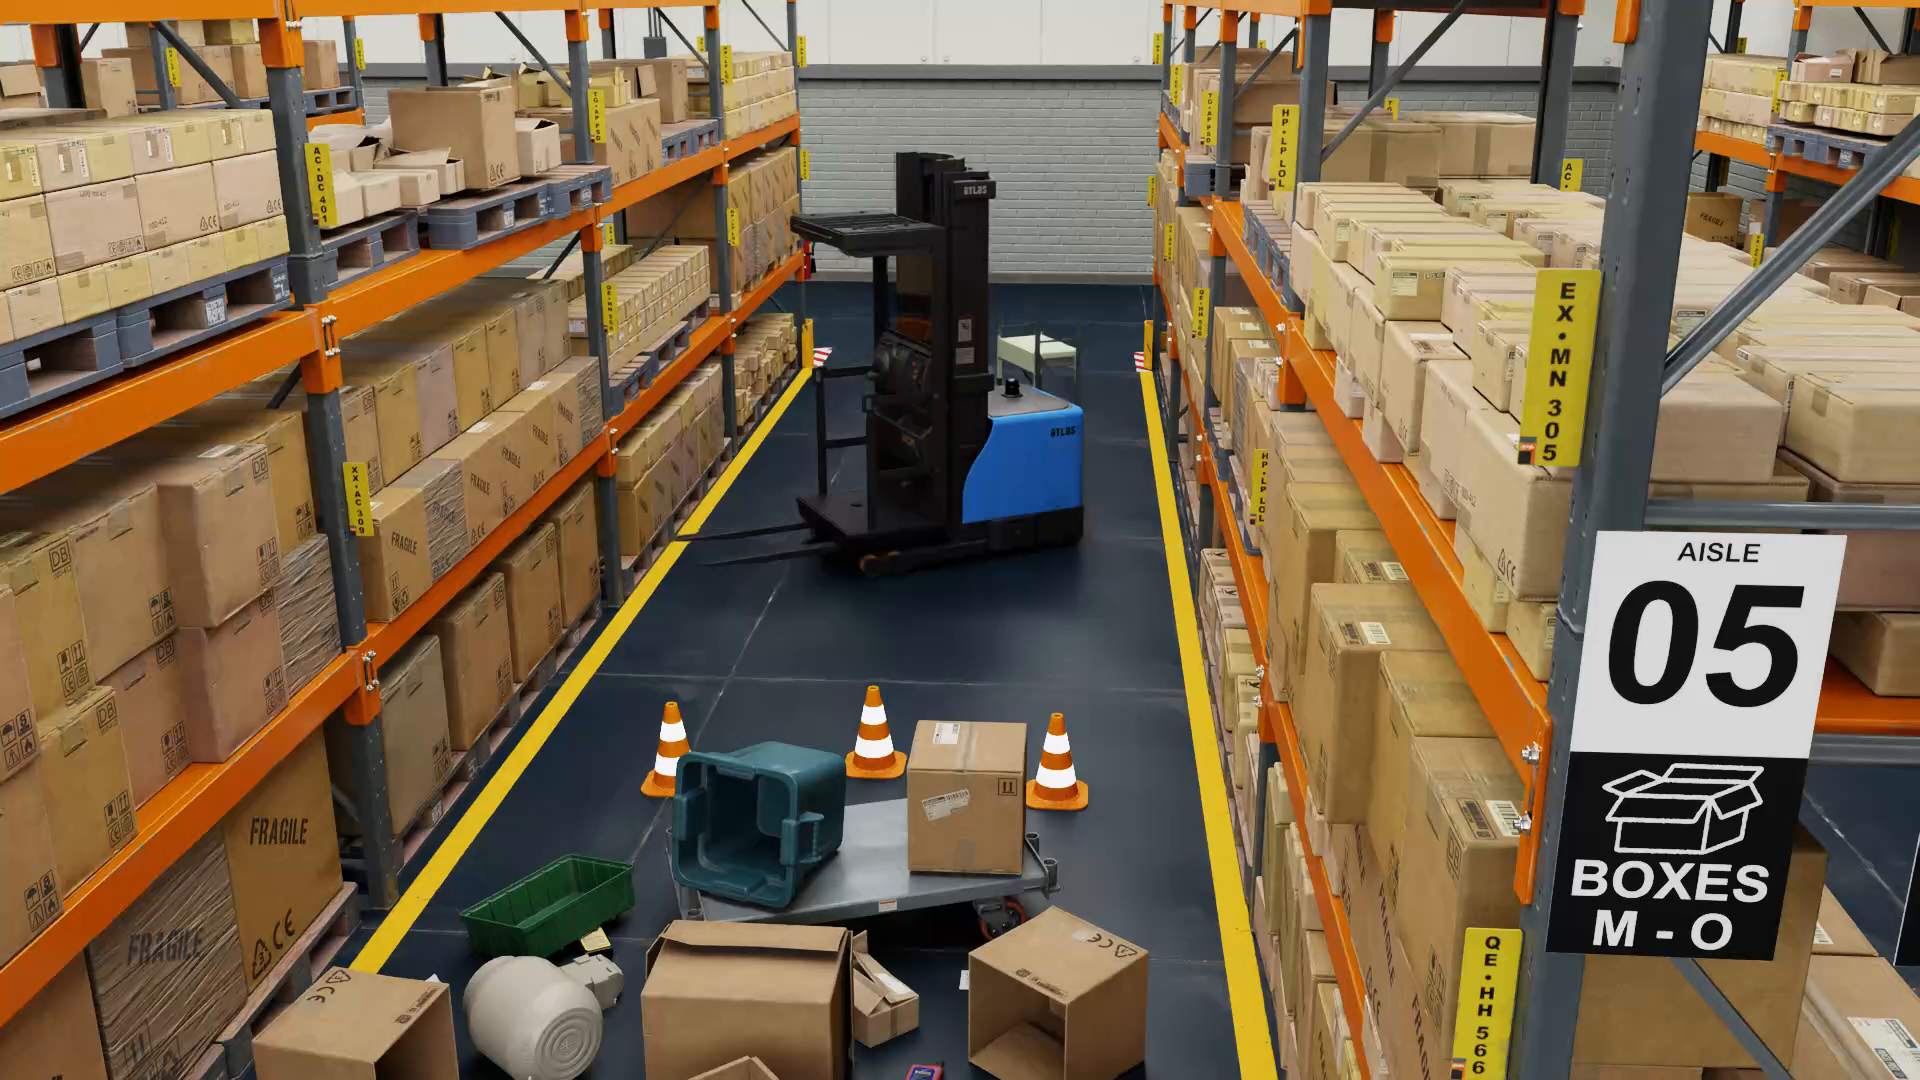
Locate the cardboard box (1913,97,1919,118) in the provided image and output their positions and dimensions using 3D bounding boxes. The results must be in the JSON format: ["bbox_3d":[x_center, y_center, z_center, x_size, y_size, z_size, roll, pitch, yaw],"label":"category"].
[{"bbox_3d":[6.877,-2.990,11.538,0.380,0.149,0.250,1,18,4],"label":"cardboard box"}]

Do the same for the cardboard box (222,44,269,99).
[{"bbox_3d":[-7.276,-4.653,16.493,0.700,0.500,0.500,2,18,6],"label":"cardboard box"}]

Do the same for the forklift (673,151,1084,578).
[{"bbox_3d":[-0.607,-1.303,12.191,3.031,2.935,1.130,-8,20,-24],"label":"forklift"}]

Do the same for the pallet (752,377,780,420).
[{"bbox_3d":[-2.457,-1.484,17.114,1.003,0.211,1.213,1,18,4],"label":"pallet"}]

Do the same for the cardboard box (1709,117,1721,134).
[{"bbox_3d":[7.203,-3.852,15.447,0.380,0.149,0.250,1,18,4],"label":"cardboard box"}]

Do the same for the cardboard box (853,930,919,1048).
[{"bbox_3d":[-0.383,1.848,6.857,0.258,0.266,0.396,-13,22,-34],"label":"cardboard box"}]

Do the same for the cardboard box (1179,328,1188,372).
[{"bbox_3d":[1.962,-1.464,12.816,0.500,0.250,0.500,1,18,3],"label":"cardboard box"}]

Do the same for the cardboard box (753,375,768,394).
[{"bbox_3d":[-2.155,-1.575,16.816,0.380,0.149,0.250,1,18,2],"label":"cardboard box"}]

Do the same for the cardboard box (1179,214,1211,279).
[{"bbox_3d":[2.063,-2.375,13.587,0.500,0.500,0.500,1,18,4],"label":"cardboard box"}]

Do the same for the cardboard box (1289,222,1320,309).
[{"bbox_3d":[1.512,-1.021,6.169,0.500,0.250,0.500,1,18,3],"label":"cardboard box"}]

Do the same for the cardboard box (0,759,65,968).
[{"bbox_3d":[-3.250,0.977,4.884,0.875,0.550,0.550,1,18,4],"label":"cardboard box"}]

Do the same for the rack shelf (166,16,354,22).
[{"bbox_3d":[-7.351,-5.302,16.451,1.077,0.370,4.000,1,18,4],"label":"rack shelf"}]

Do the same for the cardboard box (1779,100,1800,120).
[{"bbox_3d":[6.923,-3.501,13.541,0.380,0.149,0.250,2,18,5],"label":"cardboard box"}]

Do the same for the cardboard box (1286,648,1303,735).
[{"bbox_3d":[1.494,0.442,6.120,0.500,0.500,0.500,1,18,4],"label":"cardboard box"}]

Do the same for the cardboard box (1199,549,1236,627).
[{"bbox_3d":[2.053,0.326,10.658,0.950,0.372,0.625,0,18,0],"label":"cardboard box"}]

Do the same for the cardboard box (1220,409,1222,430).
[{"bbox_3d":[1.775,-0.711,10.005,0.380,0.149,0.250,0,18,0],"label":"cardboard box"}]

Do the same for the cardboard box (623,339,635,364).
[{"bbox_3d":[-2.570,-1.360,11.984,0.380,0.149,0.250,2,18,7],"label":"cardboard box"}]

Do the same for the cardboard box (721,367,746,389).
[{"bbox_3d":[-2.244,-1.534,15.737,0.380,0.149,0.250,2,18,7],"label":"cardboard box"}]

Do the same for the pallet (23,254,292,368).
[{"bbox_3d":[-3.197,-0.865,6.071,1.003,0.211,1.213,1,18,4],"label":"pallet"}]

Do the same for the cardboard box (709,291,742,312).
[{"bbox_3d":[-2.208,-2.182,15.167,0.380,0.149,0.250,2,18,6],"label":"cardboard box"}]

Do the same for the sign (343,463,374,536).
[{"bbox_3d":[-2.574,-0.173,7.115,0.100,0.325,0.005,1,18,4],"label":"sign"}]

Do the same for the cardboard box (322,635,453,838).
[{"bbox_3d":[-3.173,0.939,8.178,1.050,0.750,0.750,1,18,4],"label":"cardboard box"}]

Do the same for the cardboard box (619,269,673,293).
[{"bbox_3d":[-2.483,-2.049,13.134,0.380,0.149,0.250,0,18,1],"label":"cardboard box"}]

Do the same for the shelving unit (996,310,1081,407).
[{"bbox_3d":[0.643,-1.089,13.836,0.431,1.500,0.755,-8,20,-22],"label":"shelving unit"}]

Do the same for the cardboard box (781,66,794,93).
[{"bbox_3d":[-2.047,-4.906,17.697,0.500,0.250,0.500,1,18,2],"label":"cardboard box"}]

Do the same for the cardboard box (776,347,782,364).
[{"bbox_3d":[-2.081,-1.956,17.501,0.380,0.149,0.250,2,18,5],"label":"cardboard box"}]

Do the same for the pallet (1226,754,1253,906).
[{"bbox_3d":[1.871,1.427,8.230,1.003,0.211,1.213,1,18,4],"label":"pallet"}]

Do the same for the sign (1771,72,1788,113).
[{"bbox_3d":[6.799,-3.712,13.788,0.100,0.325,0.005,1,18,4],"label":"sign"}]

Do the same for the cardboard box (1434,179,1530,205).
[{"bbox_3d":[2.258,-1.383,7.075,0.500,0.250,0.500,1,18,2],"label":"cardboard box"}]

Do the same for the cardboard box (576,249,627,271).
[{"bbox_3d":[-3.055,-2.384,14.156,0.380,0.149,0.250,2,18,5],"label":"cardboard box"}]

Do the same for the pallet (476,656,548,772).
[{"bbox_3d":[-3.063,0.968,9.629,1.003,0.211,1.213,1,18,4],"label":"pallet"}]

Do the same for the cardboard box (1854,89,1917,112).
[{"bbox_3d":[6.858,-3.241,12.271,0.380,0.149,0.250,1,18,4],"label":"cardboard box"}]

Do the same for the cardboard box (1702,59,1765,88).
[{"bbox_3d":[7.242,-4.402,15.684,0.500,0.250,0.500,2,18,5],"label":"cardboard box"}]

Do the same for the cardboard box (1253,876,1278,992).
[{"bbox_3d":[1.505,1.628,6.879,0.500,0.250,0.500,0,18,1],"label":"cardboard box"}]

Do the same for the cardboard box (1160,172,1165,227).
[{"bbox_3d":[2.299,-3.443,16.846,0.500,0.500,0.500,1,18,3],"label":"cardboard box"}]

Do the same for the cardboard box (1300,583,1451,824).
[{"bbox_3d":[1.326,0.441,4.517,0.700,0.500,0.500,1,18,3],"label":"cardboard box"}]

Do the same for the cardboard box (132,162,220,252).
[{"bbox_3d":[-2.944,-1.163,5.764,0.500,0.250,0.500,1,18,4],"label":"cardboard box"}]

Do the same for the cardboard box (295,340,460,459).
[{"bbox_3d":[-3.027,-0.729,8.565,0.700,0.500,0.500,1,18,4],"label":"cardboard box"}]

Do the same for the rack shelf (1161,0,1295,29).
[{"bbox_3d":[2.533,-5.081,15.776,1.077,0.370,4.000,1,18,4],"label":"rack shelf"}]

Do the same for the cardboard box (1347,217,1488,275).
[{"bbox_3d":[1.438,-0.929,5.245,0.380,0.149,0.250,1,18,2],"label":"cardboard box"}]

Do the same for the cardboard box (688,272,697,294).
[{"bbox_3d":[-2.424,-2.155,13.934,0.380,0.149,0.250,2,18,6],"label":"cardboard box"}]

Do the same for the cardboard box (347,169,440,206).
[{"bbox_3d":[-2.768,-1.718,8.101,0.380,0.149,0.250,1,18,4],"label":"cardboard box"}]

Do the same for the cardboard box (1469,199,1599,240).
[{"bbox_3d":[1.962,-1.077,5.698,0.380,0.149,0.250,2,18,5],"label":"cardboard box"}]

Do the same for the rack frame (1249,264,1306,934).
[{"bbox_3d":[1.817,0.344,7.057,1.000,3.000,0.127,1,18,4],"label":"rack frame"}]

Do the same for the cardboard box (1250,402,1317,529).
[{"bbox_3d":[1.655,-0.348,7.854,0.500,0.500,0.500,1,18,4],"label":"cardboard box"}]

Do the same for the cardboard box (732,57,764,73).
[{"bbox_3d":[-2.131,-4.657,16.297,0.380,0.149,0.250,1,18,2],"label":"cardboard box"}]

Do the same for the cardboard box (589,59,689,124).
[{"bbox_3d":[-2.691,-3.777,13.982,0.700,0.500,0.500,1,18,4],"label":"cardboard box"}]

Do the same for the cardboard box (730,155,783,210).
[{"bbox_3d":[-2.117,-3.660,17.031,0.500,0.500,0.500,2,18,7],"label":"cardboard box"}]

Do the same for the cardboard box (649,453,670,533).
[{"bbox_3d":[-2.503,-0.360,12.544,0.500,0.500,0.500,1,18,5],"label":"cardboard box"}]

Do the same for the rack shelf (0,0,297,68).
[{"bbox_3d":[-3.271,-1.433,4.643,1.077,0.370,4.000,1,18,4],"label":"rack shelf"}]

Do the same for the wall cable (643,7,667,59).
[{"bbox_3d":[-3.364,-9.663,22.796,2.277,5.999,0.120,1,18,4],"label":"wall cable"}]

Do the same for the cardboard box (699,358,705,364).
[{"bbox_3d":[-2.703,-1.701,16.244,0.380,0.149,0.250,2,18,6],"label":"cardboard box"}]

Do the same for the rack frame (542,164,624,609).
[{"bbox_3d":[-2.841,-0.978,11.090,1.000,3.000,0.127,1,18,4],"label":"rack frame"}]

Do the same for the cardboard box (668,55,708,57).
[{"bbox_3d":[-2.691,-4.749,16.580,0.380,0.149,0.250,2,18,6],"label":"cardboard box"}]

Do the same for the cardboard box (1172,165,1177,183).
[{"bbox_3d":[2.252,-3.547,16.123,0.380,0.149,0.250,1,18,4],"label":"cardboard box"}]

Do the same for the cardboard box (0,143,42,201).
[{"bbox_3d":[-2.945,-1.075,4.858,0.380,0.149,0.250,2,18,5],"label":"cardboard box"}]
